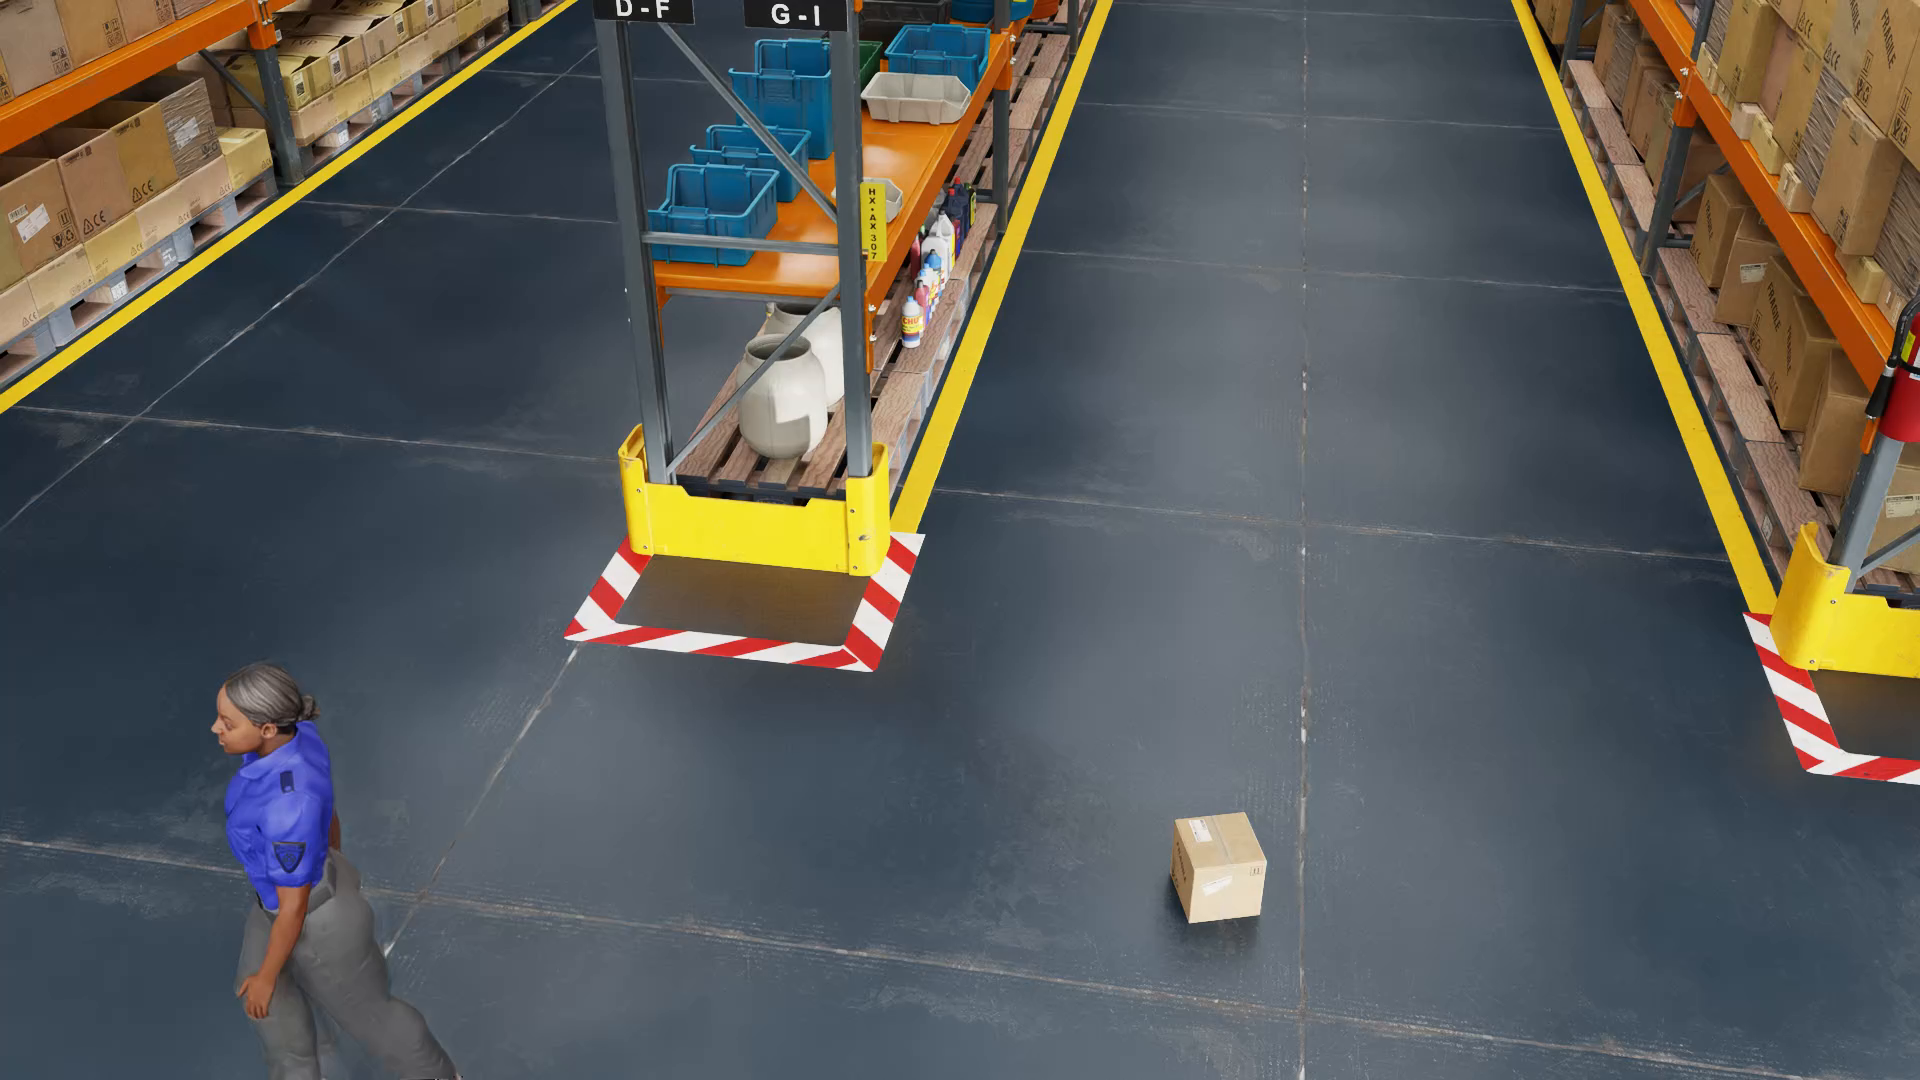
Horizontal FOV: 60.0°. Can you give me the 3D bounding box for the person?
[{"bbox_3d":[-1.793,1.058,4.521,0.612,1.723,0.487,-14,35,-21],"label":"person"}]
